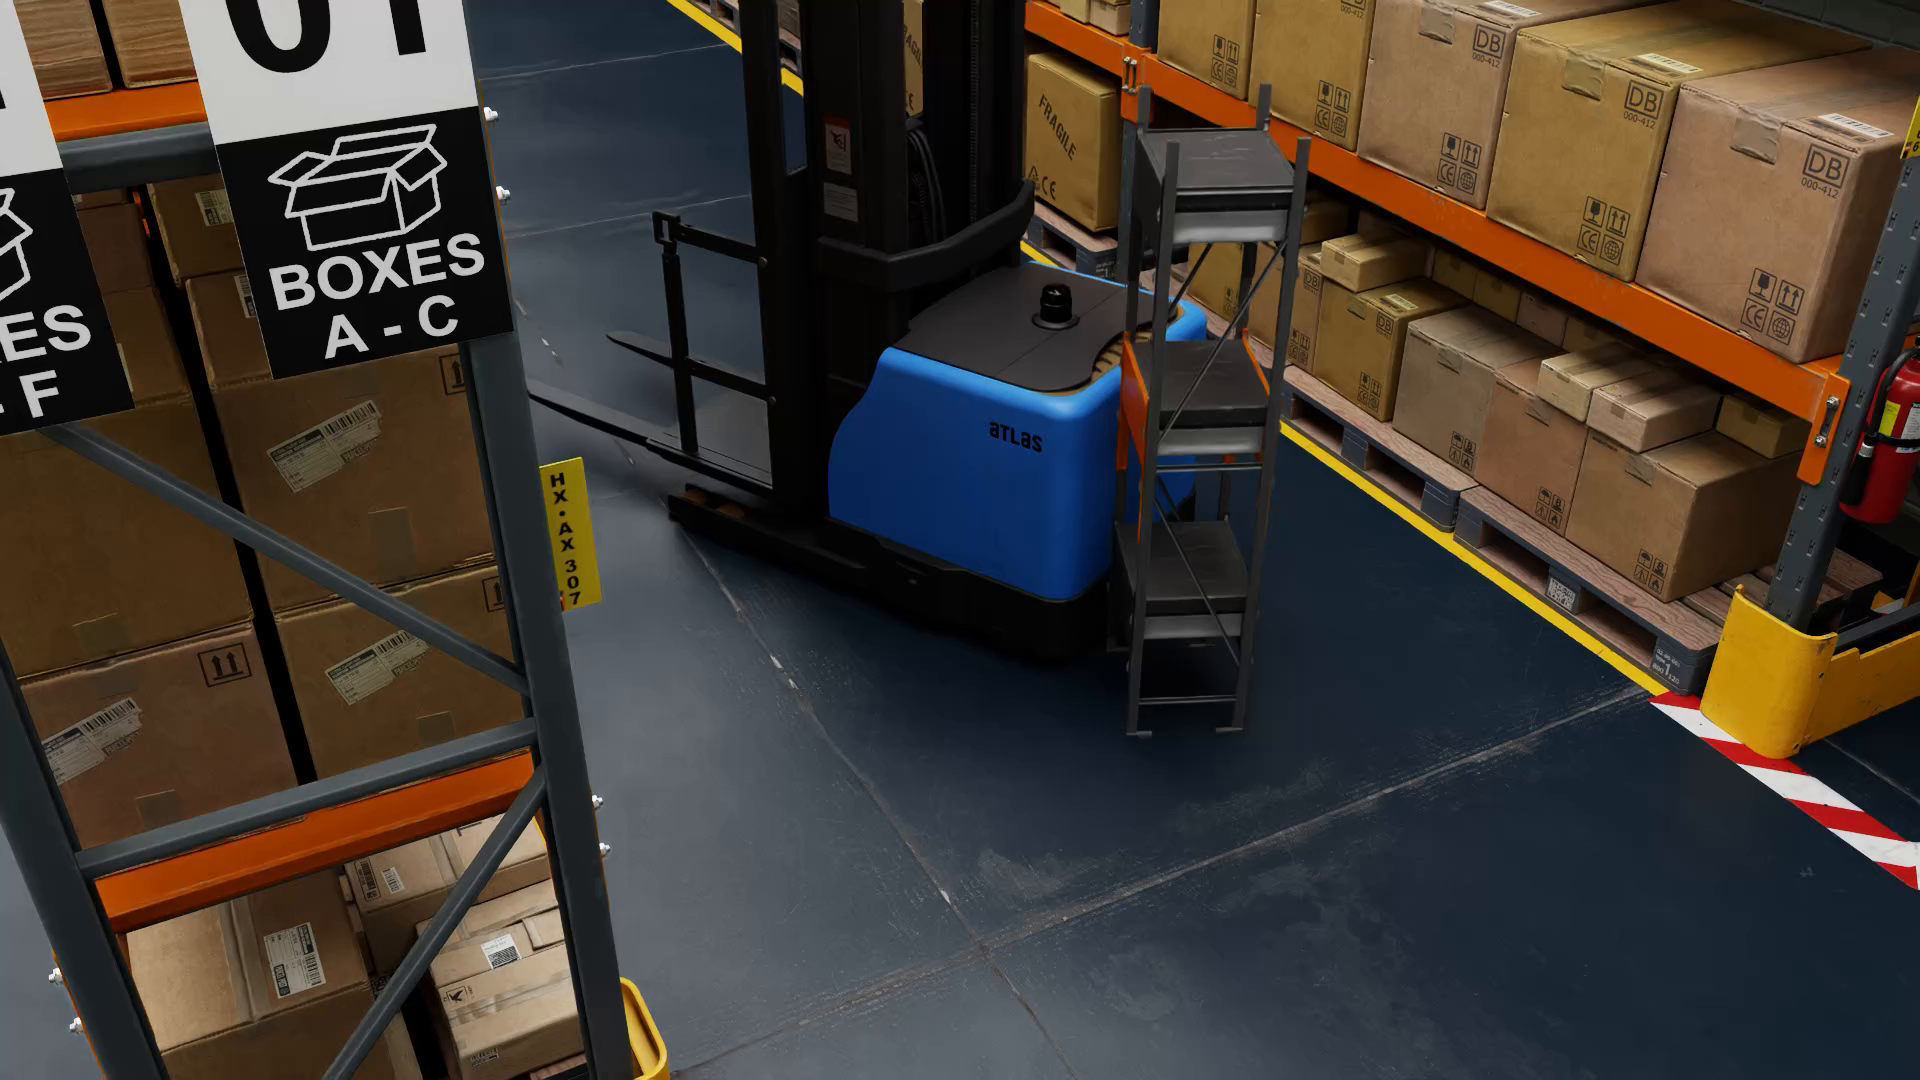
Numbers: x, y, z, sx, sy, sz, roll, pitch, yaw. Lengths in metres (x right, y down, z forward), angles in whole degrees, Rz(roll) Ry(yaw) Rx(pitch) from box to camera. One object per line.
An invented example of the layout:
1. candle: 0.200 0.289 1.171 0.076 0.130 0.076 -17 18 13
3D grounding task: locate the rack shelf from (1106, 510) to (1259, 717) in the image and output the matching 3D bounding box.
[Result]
1. rack shelf: 0.754 0.250 5.737 0.431 0.518 0.480 -2 33 -3

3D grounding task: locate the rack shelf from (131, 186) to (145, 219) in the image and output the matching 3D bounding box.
1. rack shelf: -4.028 -2.065 7.859 1.077 0.370 4.000 -16 36 -23

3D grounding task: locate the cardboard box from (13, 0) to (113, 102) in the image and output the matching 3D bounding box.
1. cardboard box: -1.703 -0.883 2.706 0.500 0.250 0.500 -16 36 -23

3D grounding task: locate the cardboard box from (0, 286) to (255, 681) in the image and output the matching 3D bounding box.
1. cardboard box: -1.681 -0.111 3.122 0.500 0.500 0.500 -16 36 -24

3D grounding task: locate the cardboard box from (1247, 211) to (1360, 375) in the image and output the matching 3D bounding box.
1. cardboard box: 1.775 -1.162 7.711 0.700 0.500 0.500 -16 36 -24

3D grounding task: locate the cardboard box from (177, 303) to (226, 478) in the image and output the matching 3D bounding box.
1. cardboard box: -1.912 -0.549 4.733 0.500 0.500 0.500 -15 36 -22

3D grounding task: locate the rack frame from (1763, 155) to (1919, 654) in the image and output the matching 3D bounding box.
1. rack frame: 3.150 -0.752 5.143 1.000 3.000 0.127 -16 36 -23

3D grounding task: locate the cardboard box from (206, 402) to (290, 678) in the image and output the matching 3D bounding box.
1. cardboard box: -1.449 -0.069 3.985 0.500 0.500 0.500 -16 36 -24

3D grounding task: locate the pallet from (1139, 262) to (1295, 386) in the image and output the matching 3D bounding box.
1. pallet: 1.571 -1.104 8.278 1.003 0.211 1.213 -16 36 -23

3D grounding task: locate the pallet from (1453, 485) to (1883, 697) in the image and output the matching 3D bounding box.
1. pallet: 2.708 0.060 6.460 1.003 0.211 1.213 -16 36 -23

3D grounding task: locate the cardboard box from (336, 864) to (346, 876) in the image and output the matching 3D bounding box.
1. cardboard box: -2.118 0.810 4.846 0.500 0.250 0.500 -16 36 -23

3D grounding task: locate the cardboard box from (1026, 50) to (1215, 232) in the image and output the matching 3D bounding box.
1. cardboard box: 0.867 -2.210 9.022 0.750 0.750 0.750 -15 36 -23

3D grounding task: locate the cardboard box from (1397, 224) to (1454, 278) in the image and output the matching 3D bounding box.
1. cardboard box: 2.139 -1.297 7.321 0.380 0.149 0.250 -15 36 -23

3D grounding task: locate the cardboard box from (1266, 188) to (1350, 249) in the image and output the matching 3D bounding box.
1. cardboard box: 1.542 -1.466 7.585 0.380 0.149 0.250 -15 35 -22

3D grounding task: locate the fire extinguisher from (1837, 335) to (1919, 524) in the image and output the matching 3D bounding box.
1. fire extinguisher: 2.812 -0.374 4.971 0.296 0.674 0.183 -16 36 -23

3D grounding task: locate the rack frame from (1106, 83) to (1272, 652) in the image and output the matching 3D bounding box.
1. rack frame: 0.738 -0.483 5.557 0.400 2.100 0.015 -2 33 -3

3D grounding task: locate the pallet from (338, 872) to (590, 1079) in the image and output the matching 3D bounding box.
1. pallet: -1.638 1.254 4.598 1.003 0.211 1.213 -16 36 -23

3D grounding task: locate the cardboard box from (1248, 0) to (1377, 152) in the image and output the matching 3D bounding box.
1. cardboard box: 1.859 -2.174 7.085 0.980 0.700 0.700 -17 36 -24

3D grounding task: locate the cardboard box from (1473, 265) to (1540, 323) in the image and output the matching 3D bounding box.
1. cardboard box: 2.378 -1.054 6.940 0.380 0.149 0.250 -15 36 -23

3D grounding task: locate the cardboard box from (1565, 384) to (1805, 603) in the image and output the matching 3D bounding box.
1. cardboard box: 2.736 -0.185 6.186 0.700 0.500 0.500 -16 36 -23

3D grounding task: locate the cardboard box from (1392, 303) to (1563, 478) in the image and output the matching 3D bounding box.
1. cardboard box: 2.267 -0.664 6.933 0.700 0.500 0.500 -17 36 -25

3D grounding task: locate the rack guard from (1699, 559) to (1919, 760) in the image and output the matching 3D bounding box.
1. rack guard: 3.162 0.312 5.800 1.175 0.500 0.348 -16 36 -23

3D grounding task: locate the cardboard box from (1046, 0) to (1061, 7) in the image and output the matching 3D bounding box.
1. cardboard box: 0.658 -2.903 8.715 0.380 0.149 0.250 -15 35 -22

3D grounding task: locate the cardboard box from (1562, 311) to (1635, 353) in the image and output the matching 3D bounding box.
1. cardboard box: 2.618 -0.810 6.560 0.380 0.149 0.250 -16 36 -23

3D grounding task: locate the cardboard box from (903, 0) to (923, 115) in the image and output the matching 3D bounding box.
1. cardboard box: 0.050 -3.038 10.315 0.750 0.750 0.750 -16 36 -23

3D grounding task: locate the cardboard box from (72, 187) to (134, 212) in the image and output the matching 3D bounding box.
1. cardboard box: -2.163 -0.598 3.883 0.500 0.500 0.500 -15 36 -22

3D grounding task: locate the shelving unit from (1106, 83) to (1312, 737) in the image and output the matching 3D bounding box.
1. shelving unit: 0.754 -0.351 5.352 0.431 2.100 0.503 -2 33 -3

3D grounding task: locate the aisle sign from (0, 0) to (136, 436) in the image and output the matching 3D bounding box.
1. aisle sign: -1.469 -0.489 2.323 0.394 0.787 0.004 -16 36 -23

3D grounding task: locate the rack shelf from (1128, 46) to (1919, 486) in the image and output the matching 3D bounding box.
1. rack shelf: 2.218 -1.404 6.827 1.077 0.370 4.000 -16 36 -23

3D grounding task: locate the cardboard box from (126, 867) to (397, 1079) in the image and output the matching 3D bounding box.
1. cardboard box: -1.702 1.166 4.060 0.500 0.500 0.500 -16 36 -23

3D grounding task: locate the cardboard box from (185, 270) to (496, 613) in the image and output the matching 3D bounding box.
1. cardboard box: -1.204 -0.245 3.333 0.500 0.500 0.500 -15 35 -22

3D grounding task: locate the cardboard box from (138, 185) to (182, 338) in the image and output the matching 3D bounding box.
1. cardboard box: -2.394 -1.036 5.493 0.500 0.500 0.500 -15 36 -22

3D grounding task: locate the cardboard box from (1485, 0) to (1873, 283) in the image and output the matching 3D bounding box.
1. cardboard box: 2.555 -1.464 5.976 0.980 0.700 0.700 -16 36 -23

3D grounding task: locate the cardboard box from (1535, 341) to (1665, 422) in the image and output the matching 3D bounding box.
1. cardboard box: 2.395 -0.596 6.226 0.380 0.149 0.250 -15 36 -22

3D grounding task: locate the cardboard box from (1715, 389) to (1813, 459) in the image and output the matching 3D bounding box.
1. cardboard box: 2.971 -0.449 5.997 0.380 0.149 0.250 -16 36 -23

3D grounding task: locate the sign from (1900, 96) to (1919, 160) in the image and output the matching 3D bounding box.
1. sign: 2.664 -1.209 4.564 0.100 0.325 0.005 -16 36 -23

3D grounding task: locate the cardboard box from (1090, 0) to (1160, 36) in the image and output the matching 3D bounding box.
1. cardboard box: 0.877 -2.654 8.326 0.380 0.149 0.250 -16 36 -23

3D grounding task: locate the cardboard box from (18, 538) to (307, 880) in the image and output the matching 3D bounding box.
1. cardboard box: -1.680 0.308 3.395 0.500 0.500 0.500 -15 35 -22

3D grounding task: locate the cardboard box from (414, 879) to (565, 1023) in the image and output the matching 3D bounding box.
1. cardboard box: -1.238 1.098 4.474 0.380 0.166 0.250 -16 36 -23

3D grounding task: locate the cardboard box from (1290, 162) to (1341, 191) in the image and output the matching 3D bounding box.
1. cardboard box: 1.651 -1.795 8.097 0.380 0.149 0.250 -16 36 -23

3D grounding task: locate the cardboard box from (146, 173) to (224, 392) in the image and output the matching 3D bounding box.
1. cardboard box: -1.683 -0.733 4.094 0.500 0.500 0.500 -15 36 -22

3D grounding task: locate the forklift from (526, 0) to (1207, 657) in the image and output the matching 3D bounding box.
1. forklift: -0.579 -1.428 6.262 3.031 2.935 1.130 20 38 29

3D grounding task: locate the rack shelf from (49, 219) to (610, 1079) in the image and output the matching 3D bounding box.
1. rack shelf: -2.163 -0.156 4.879 1.077 0.370 4.000 -16 36 -23

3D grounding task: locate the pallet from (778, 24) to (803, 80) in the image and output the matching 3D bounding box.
1. pallet: -0.943 -3.769 12.437 1.003 0.211 1.213 -16 36 -23
